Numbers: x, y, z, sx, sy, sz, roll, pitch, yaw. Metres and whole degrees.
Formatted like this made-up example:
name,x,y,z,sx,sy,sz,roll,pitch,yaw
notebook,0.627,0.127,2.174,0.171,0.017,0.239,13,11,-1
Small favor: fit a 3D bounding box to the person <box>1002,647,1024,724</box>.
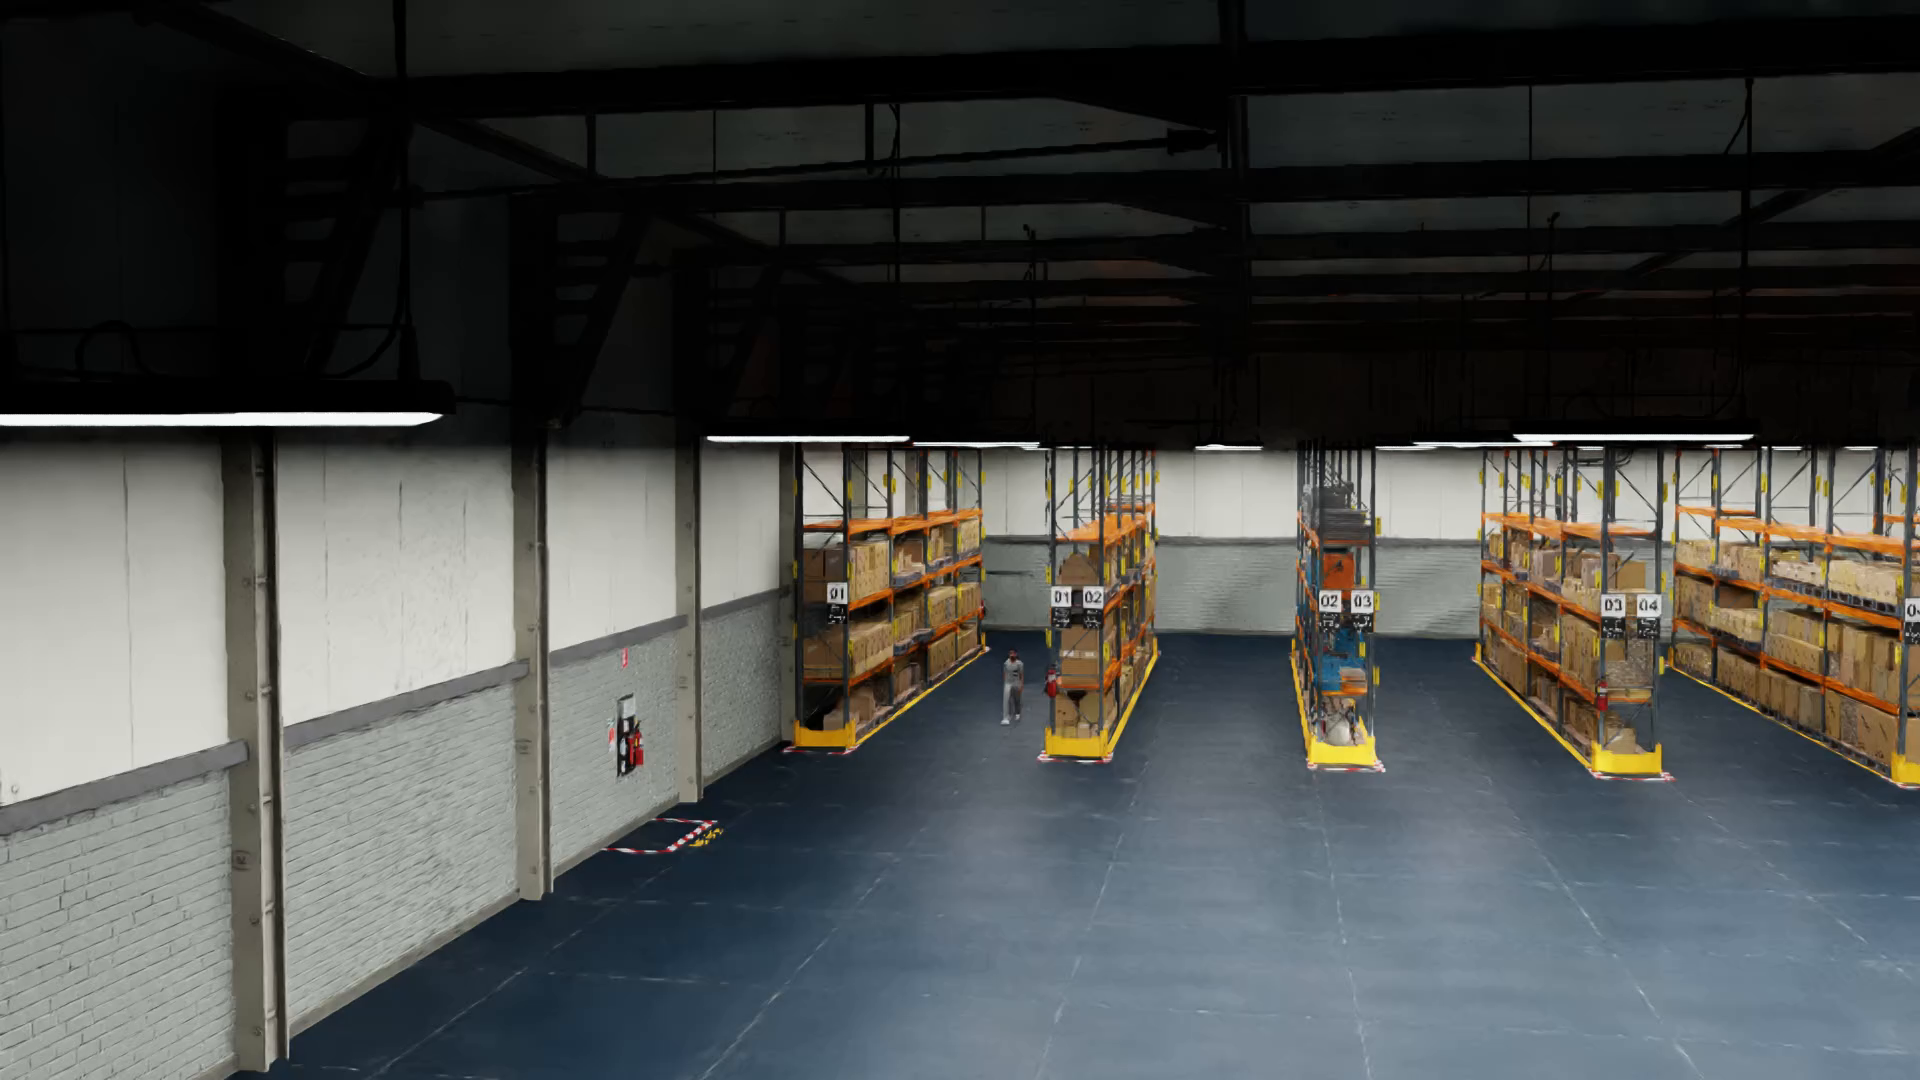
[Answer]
name,x,y,z,sx,sy,sz,roll,pitch,yaw
person,1.129,3.052,35.110,0.445,1.591,1.110,0,3,8
